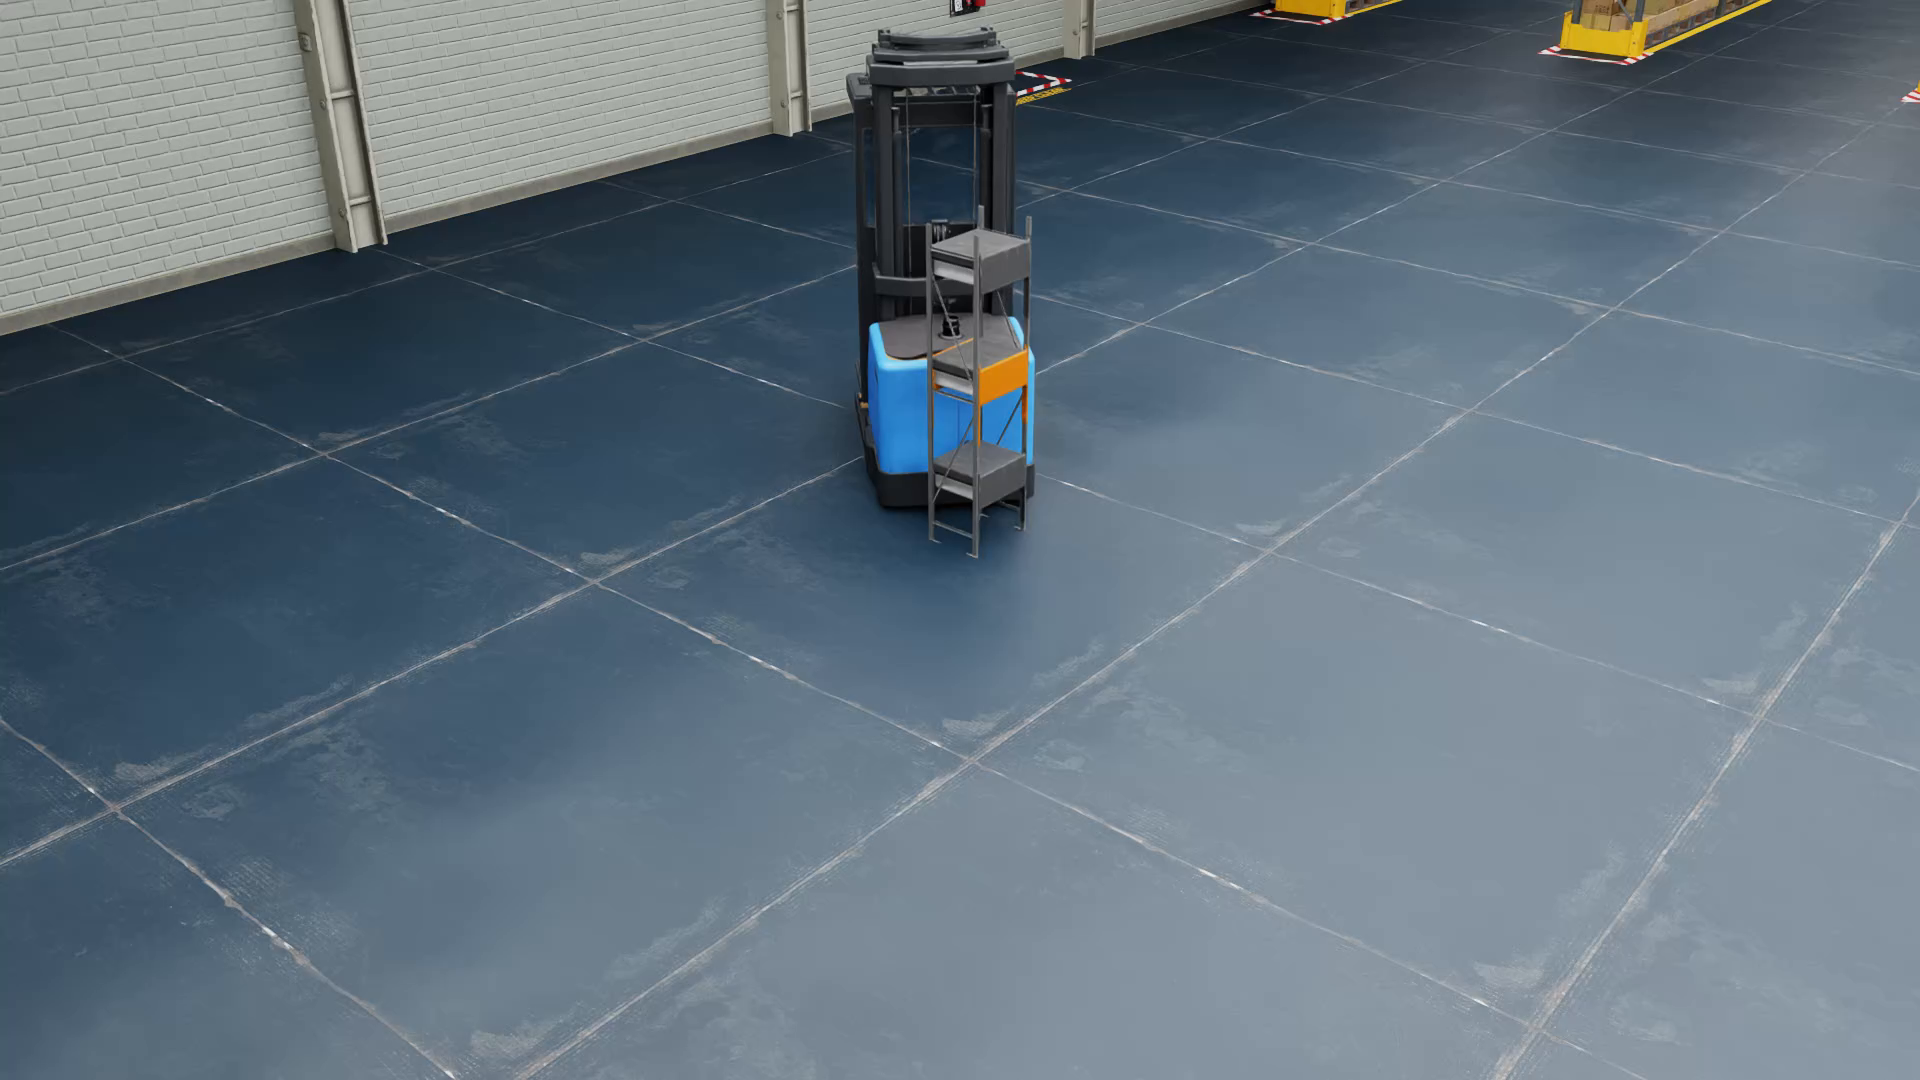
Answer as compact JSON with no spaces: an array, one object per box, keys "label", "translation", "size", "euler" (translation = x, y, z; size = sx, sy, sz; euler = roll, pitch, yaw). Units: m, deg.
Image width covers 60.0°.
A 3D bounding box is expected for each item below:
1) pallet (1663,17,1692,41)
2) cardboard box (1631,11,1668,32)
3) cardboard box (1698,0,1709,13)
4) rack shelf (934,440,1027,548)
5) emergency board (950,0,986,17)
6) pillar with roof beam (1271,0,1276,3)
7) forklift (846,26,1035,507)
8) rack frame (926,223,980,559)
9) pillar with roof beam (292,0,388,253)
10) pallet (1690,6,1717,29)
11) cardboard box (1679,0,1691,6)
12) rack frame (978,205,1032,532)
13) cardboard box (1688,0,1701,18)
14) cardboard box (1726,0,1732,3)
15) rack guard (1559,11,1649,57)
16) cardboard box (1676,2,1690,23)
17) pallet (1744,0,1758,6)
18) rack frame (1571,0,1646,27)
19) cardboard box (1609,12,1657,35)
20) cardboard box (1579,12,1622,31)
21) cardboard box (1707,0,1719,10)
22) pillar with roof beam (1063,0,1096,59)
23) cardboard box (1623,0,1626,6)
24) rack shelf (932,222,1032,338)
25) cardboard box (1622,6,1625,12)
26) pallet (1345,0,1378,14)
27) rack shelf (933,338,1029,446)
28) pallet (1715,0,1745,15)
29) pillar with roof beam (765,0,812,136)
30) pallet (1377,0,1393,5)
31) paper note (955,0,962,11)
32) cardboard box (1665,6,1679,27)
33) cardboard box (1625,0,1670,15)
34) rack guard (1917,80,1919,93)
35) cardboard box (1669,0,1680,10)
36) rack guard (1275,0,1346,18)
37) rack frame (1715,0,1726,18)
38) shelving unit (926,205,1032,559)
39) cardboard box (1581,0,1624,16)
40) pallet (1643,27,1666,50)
[{"label":"pallet","translation":[10.843,-8.143,26.260],"size":[1.003,0.211,1.213],"euler":[21,34,34]},{"label":"cardboard box","translation":[10.441,-7.936,25.361],"size":[0.500,0.250,0.500],"euler":[21,34,34]},{"label":"cardboard box","translation":[11.705,-8.648,26.738],"size":[0.500,0.250,0.500],"euler":[21,34,34]},{"label":"rack shelf","translation":[0.113,-0.324,10.645],"size":[0.431,0.518,0.480],"euler":[21,34,35]},{"label":"emergency board","translation":[0.148,-7.622,22.220],"size":[0.194,1.169,0.643],"euler":[21,34,34]},{"label":"pillar with roof beam","translation":[8.888,-12.021,24.193],"size":[9.100,9.000,0.400],"euler":[21,34,34]},{"label":"forklift","translation":[-0.201,-2.173,11.760],"size":[1.130,2.935,3.031],"euler":[-3,28,-7]},{"label":"rack frame","translation":[-0.043,-0.872,10.150],"size":[0.400,2.100,0.015],"euler":[21,34,35]},{"label":"pillar with roof beam","translation":[-2.562,-5.639,11.857],"size":[9.100,9.000,0.400],"euler":[21,34,34]},{"label":"pallet","translation":[11.619,-8.577,27.100],"size":[1.003,0.211,1.213],"euler":[21,34,34]},{"label":"cardboard box","translation":[11.082,-8.622,25.871],"size":[0.500,0.500,0.500],"euler":[21,34,34]},{"label":"rack frame","translation":[0.269,-1.044,10.483],"size":[0.400,2.100,0.015],"euler":[21,34,35]},{"label":"cardboard box","translation":[11.398,-8.466,26.387],"size":[0.500,0.250,0.500],"euler":[21,34,34]},{"label":"cardboard box","translation":[12.605,-9.121,27.653],"size":[0.500,0.250,0.500],"euler":[20,33,33]},{"label":"rack guard","translation":[9.598,-7.548,24.797],"size":[1.175,0.500,0.348],"euler":[21,34,34]},{"label":"cardboard box","translation":[11.081,-8.289,26.044],"size":[0.500,0.250,0.500],"euler":[21,34,34]},{"label":"pallet","translation":[13.371,-9.554,28.988],"size":[1.003,0.211,1.213],"euler":[21,34,34]},{"label":"rack frame","translation":[9.613,-8.667,24.239],"size":[1.000,3.000,0.127],"euler":[21,34,34]},{"label":"cardboard box","translation":[10.126,-7.758,25.017],"size":[0.500,0.250,0.500],"euler":[21,34,34]},{"label":"cardboard box","translation":[9.726,-7.909,25.309],"size":[0.500,0.250,0.500],"euler":[21,34,34]},{"label":"cardboard box","translation":[12.031,-8.822,27.075],"size":[0.500,0.250,0.500],"euler":[21,34,34]},{"label":"pillar with roof beam","translation":[5.071,-9.894,20.081],"size":[9.100,9.000,0.400],"euler":[21,34,34]},{"label":"cardboard box","translation":[10.349,-8.601,25.832],"size":[0.500,0.500,0.500],"euler":[21,34,34]},{"label":"rack shelf","translation":[0.113,-1.568,10.001],"size":[0.431,0.518,0.480],"euler":[21,34,35]},{"label":"cardboard box","translation":[10.035,-8.090,25.659],"size":[0.500,0.250,0.500],"euler":[21,34,34]},{"label":"pallet","translation":[6.380,-9.180,28.265],"size":[1.003,0.211,1.213],"euler":[21,34,34]},{"label":"rack shelf","translation":[0.113,-0.946,10.323],"size":[0.431,0.518,0.480],"euler":[21,34,35]},{"label":"pallet","translation":[12.596,-9.120,28.149],"size":[1.003,0.211,1.213],"euler":[21,34,34]},{"label":"pillar with roof beam","translation":[1.255,-7.766,15.969],"size":[9.100,9.000,0.400],"euler":[21,34,34]},{"label":"pallet","translation":[7.157,-9.610,29.097],"size":[1.003,0.211,1.213],"euler":[21,34,34]},{"label":"paper note","translation":[-0.018,-7.188,22.340],"size":[0.016,0.148,0.142],"euler":[21,34,34]},{"label":"cardboard box","translation":[10.759,-8.113,25.704],"size":[0.500,0.250,0.500],"euler":[21,34,34]},{"label":"cardboard box","translation":[10.442,-8.269,25.188],"size":[0.500,0.500,0.500],"euler":[21,34,34]},{"label":"rack guard","translation":[13.445,-6.149,22.092],"size":[1.175,0.500,0.348],"euler":[21,34,34]},{"label":"cardboard box","translation":[10.750,-8.450,25.538],"size":[0.500,0.500,0.500],"euler":[21,34,34]},{"label":"rack guard","translation":[5.836,-9.030,27.662],"size":[1.175,0.500,0.348],"euler":[21,34,34]},{"label":"rack frame","translation":[12.157,-10.085,26.981],"size":[1.000,3.000,0.127],"euler":[21,34,34]},{"label":"shelving unit","translation":[0.113,-0.958,10.317],"size":[0.431,2.100,0.503],"euler":[21,34,35]},{"label":"cardboard box","translation":[9.724,-8.243,25.138],"size":[0.500,0.500,0.500],"euler":[21,34,34]},{"label":"pallet","translation":[10.067,-7.712,25.428],"size":[1.003,0.211,1.213],"euler":[21,34,34]}]
